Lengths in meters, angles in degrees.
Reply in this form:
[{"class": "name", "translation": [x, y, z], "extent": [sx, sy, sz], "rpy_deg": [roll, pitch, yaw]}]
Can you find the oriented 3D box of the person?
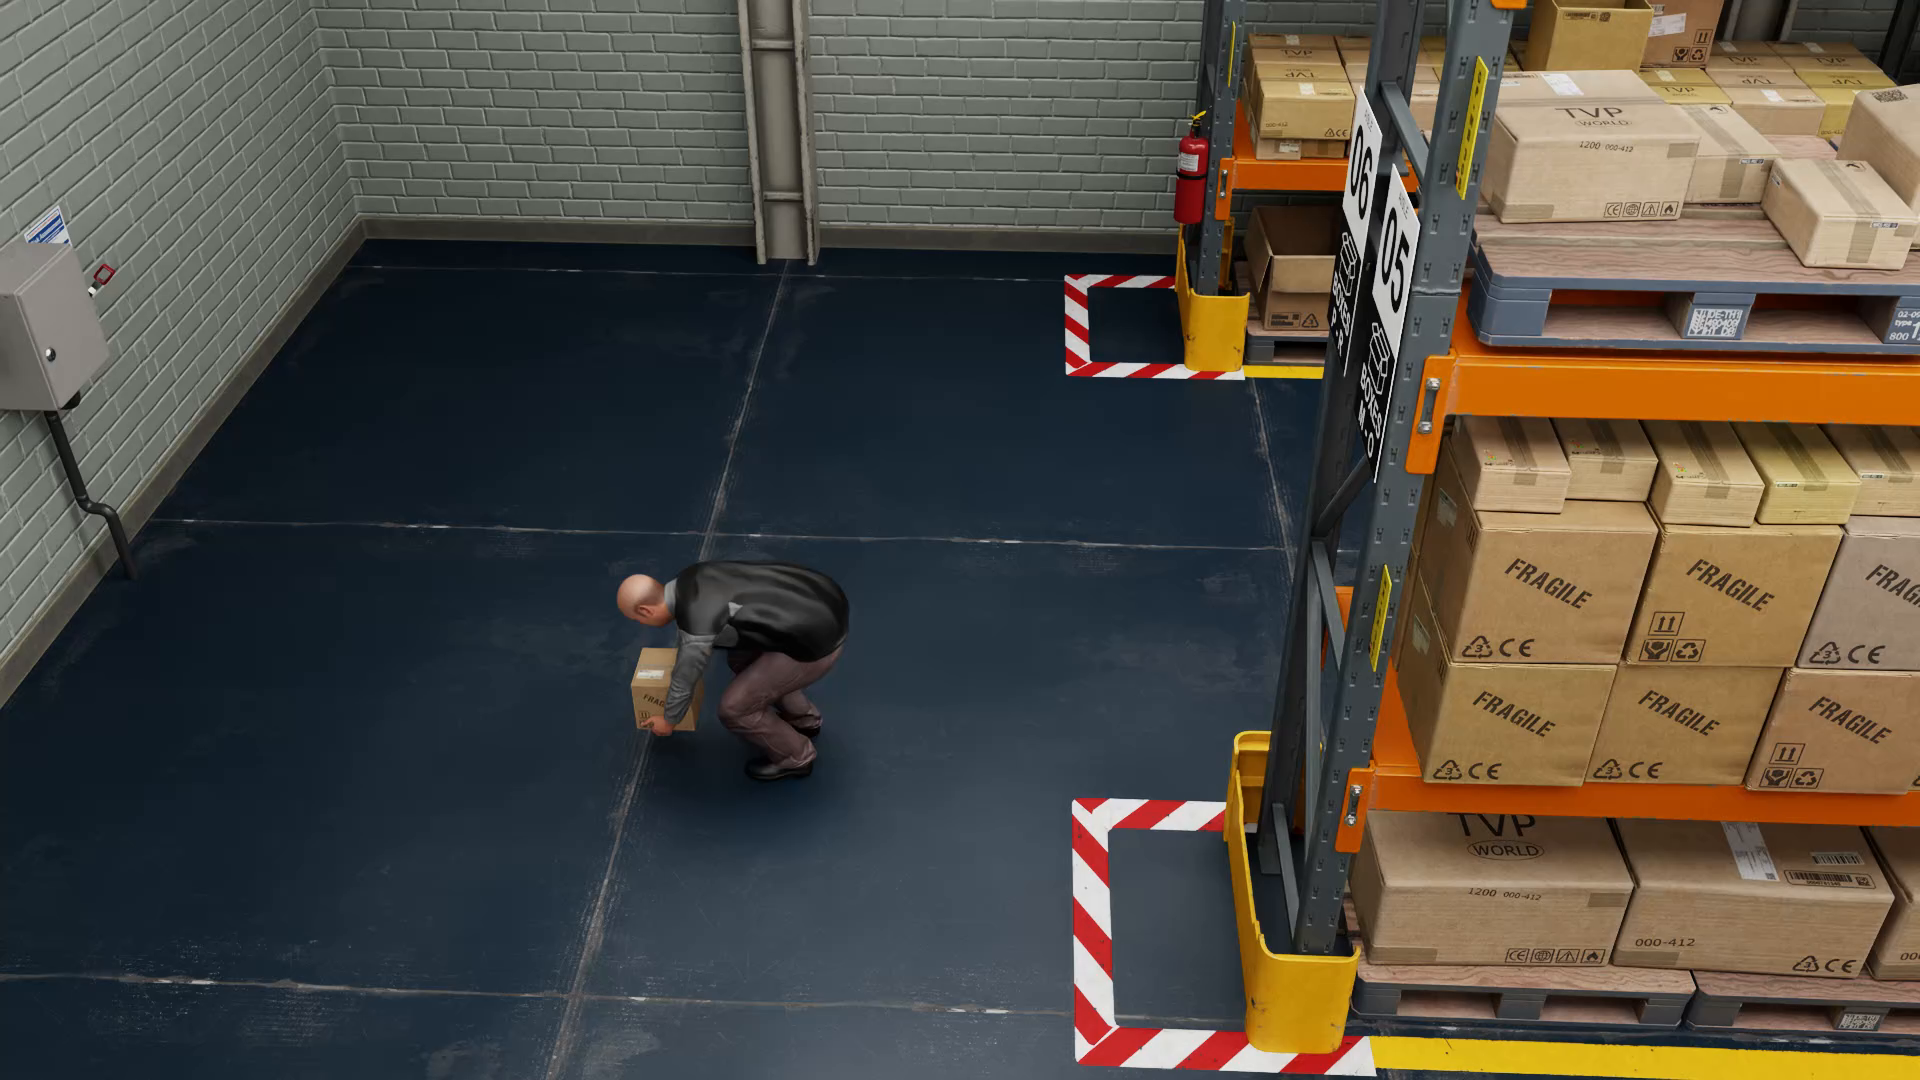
[{"class": "person", "translation": [-0.932, 0.528, 7.033], "extent": [0.945, 0.986, 0.518], "rpy_deg": [0, 35, 0]}]
